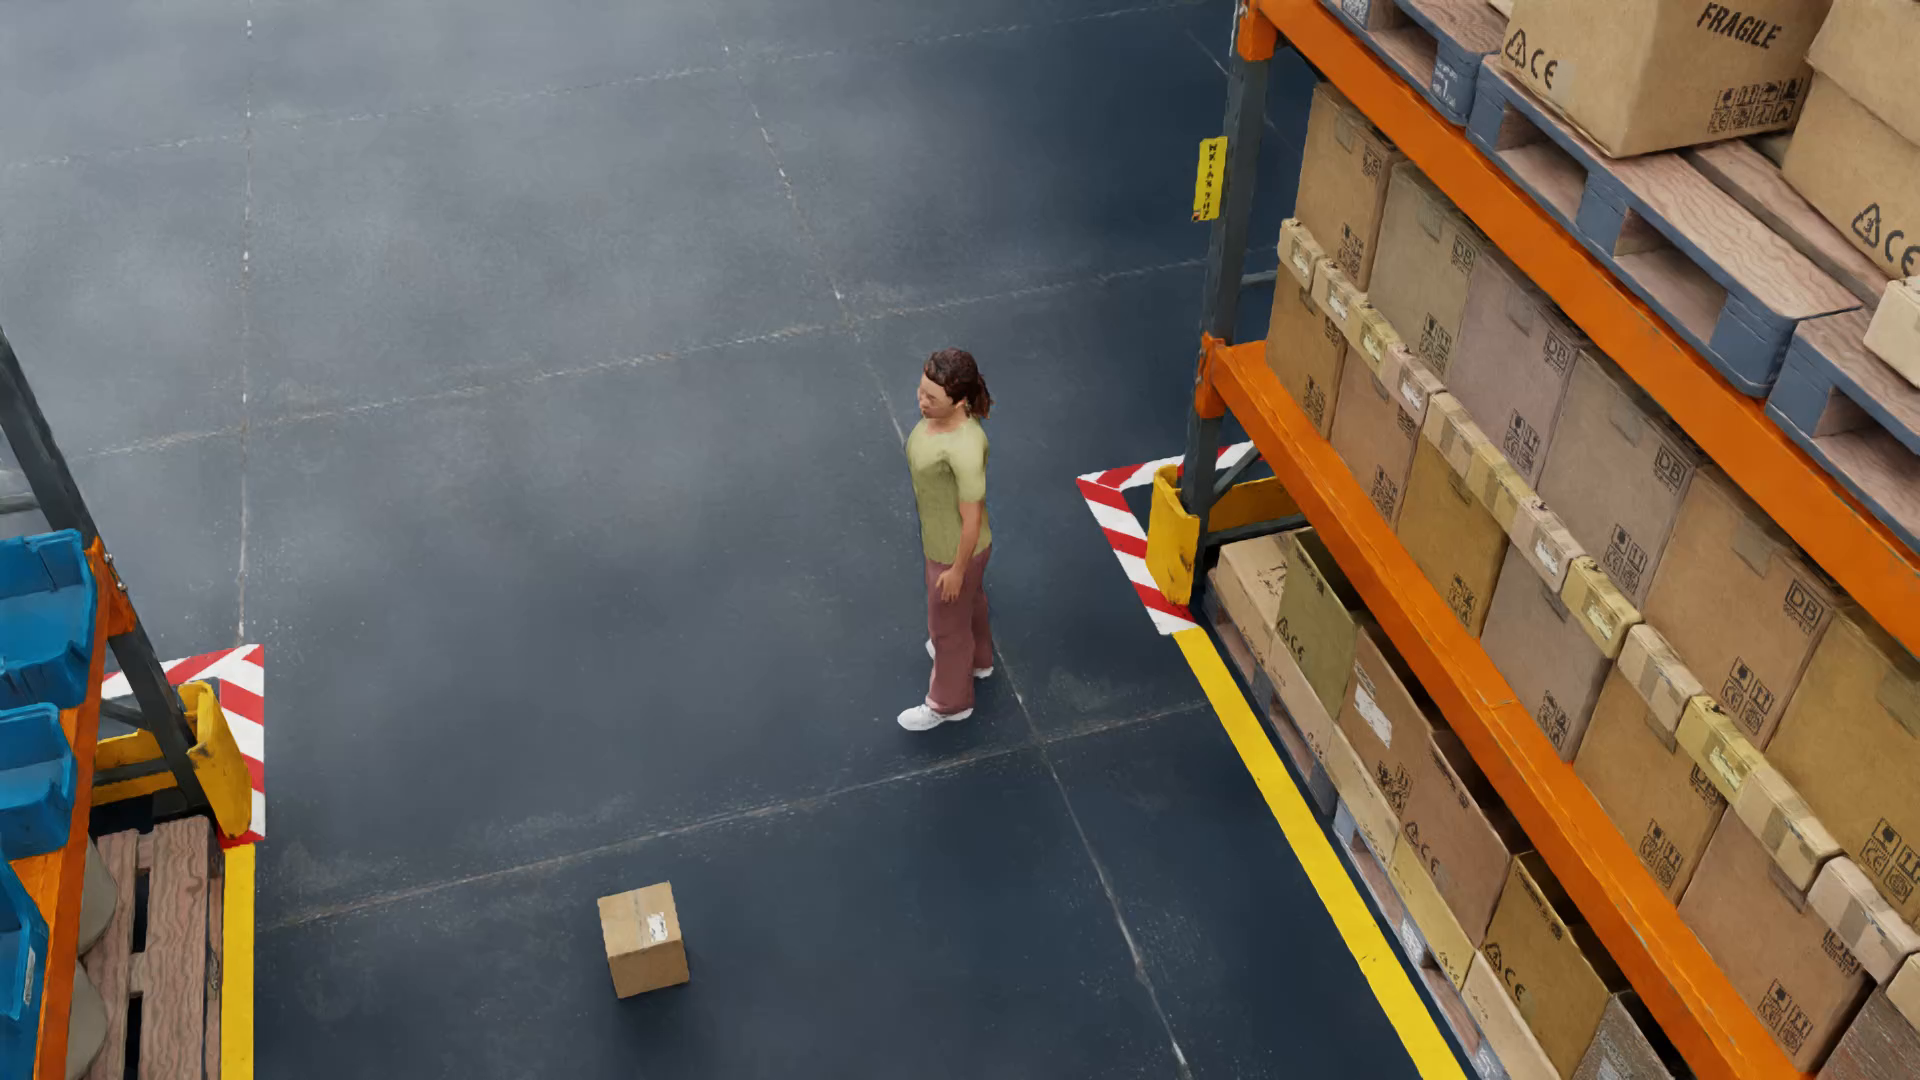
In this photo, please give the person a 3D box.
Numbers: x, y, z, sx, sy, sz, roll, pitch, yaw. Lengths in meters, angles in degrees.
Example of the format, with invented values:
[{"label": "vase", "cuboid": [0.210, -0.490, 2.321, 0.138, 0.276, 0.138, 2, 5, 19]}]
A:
[{"label": "person", "cuboid": [-0.059, -0.011, 6.139, 0.412, 1.674, 0.521, -4, 43, -4]}]
